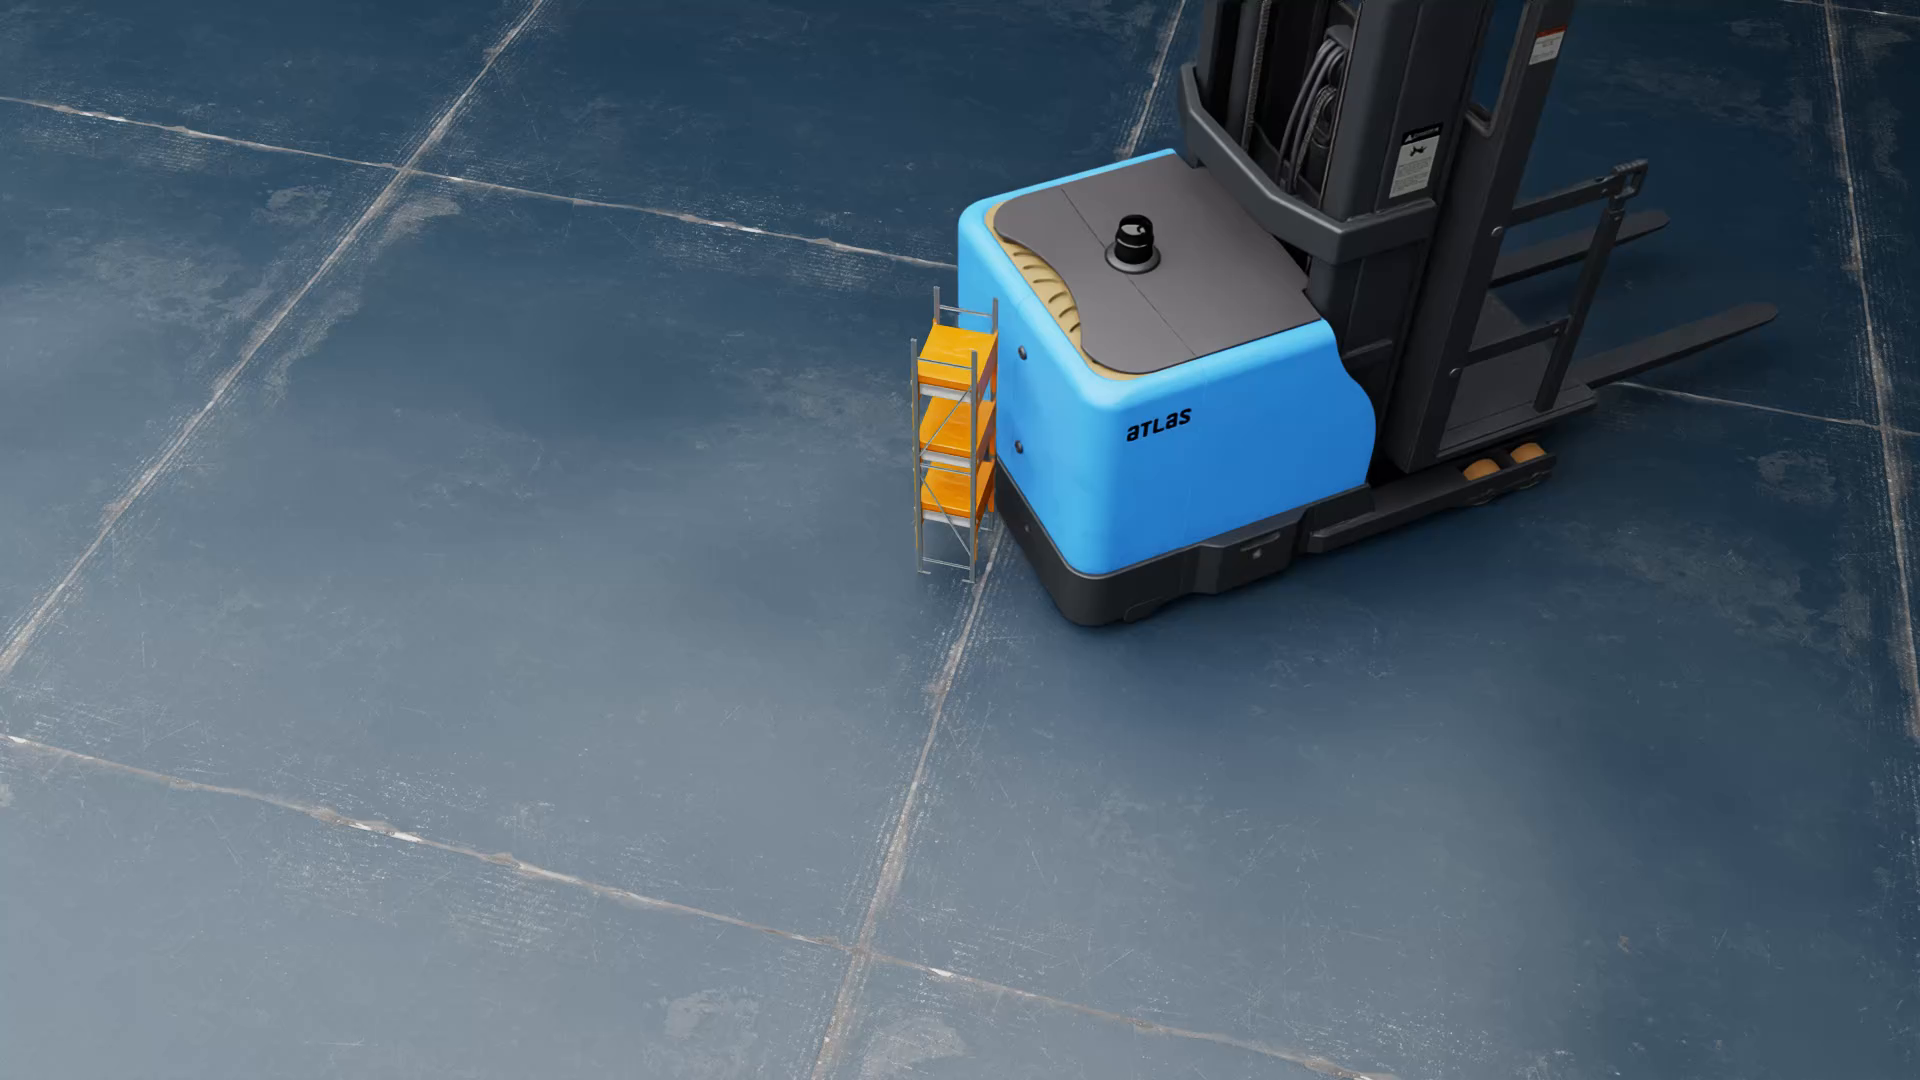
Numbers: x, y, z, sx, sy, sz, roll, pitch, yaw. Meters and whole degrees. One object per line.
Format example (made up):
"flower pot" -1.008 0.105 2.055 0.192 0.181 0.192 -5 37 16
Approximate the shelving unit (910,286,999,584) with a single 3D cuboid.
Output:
"shelving unit" -0.014 -0.309 5.322 0.215 1.050 0.252 12 50 10

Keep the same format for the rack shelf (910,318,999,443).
"rack shelf" -0.014 -0.489 5.117 0.215 0.259 0.240 12 50 10

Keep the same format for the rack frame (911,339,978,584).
"rack frame" -0.046 -0.220 5.244 0.200 1.050 0.008 12 50 10

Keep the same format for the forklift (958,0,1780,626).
"forklift" 1.543 -1.438 5.064 3.031 2.935 1.130 -18 51 -16

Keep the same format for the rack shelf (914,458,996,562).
"rack shelf" -0.014 -0.118 5.539 0.215 0.259 0.240 12 50 10

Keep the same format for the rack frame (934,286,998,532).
"rack frame" 0.018 -0.397 5.400 0.200 1.050 0.008 12 50 10

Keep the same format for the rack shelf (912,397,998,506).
"rack shelf" -0.014 -0.302 5.330 0.215 0.259 0.240 12 50 10
